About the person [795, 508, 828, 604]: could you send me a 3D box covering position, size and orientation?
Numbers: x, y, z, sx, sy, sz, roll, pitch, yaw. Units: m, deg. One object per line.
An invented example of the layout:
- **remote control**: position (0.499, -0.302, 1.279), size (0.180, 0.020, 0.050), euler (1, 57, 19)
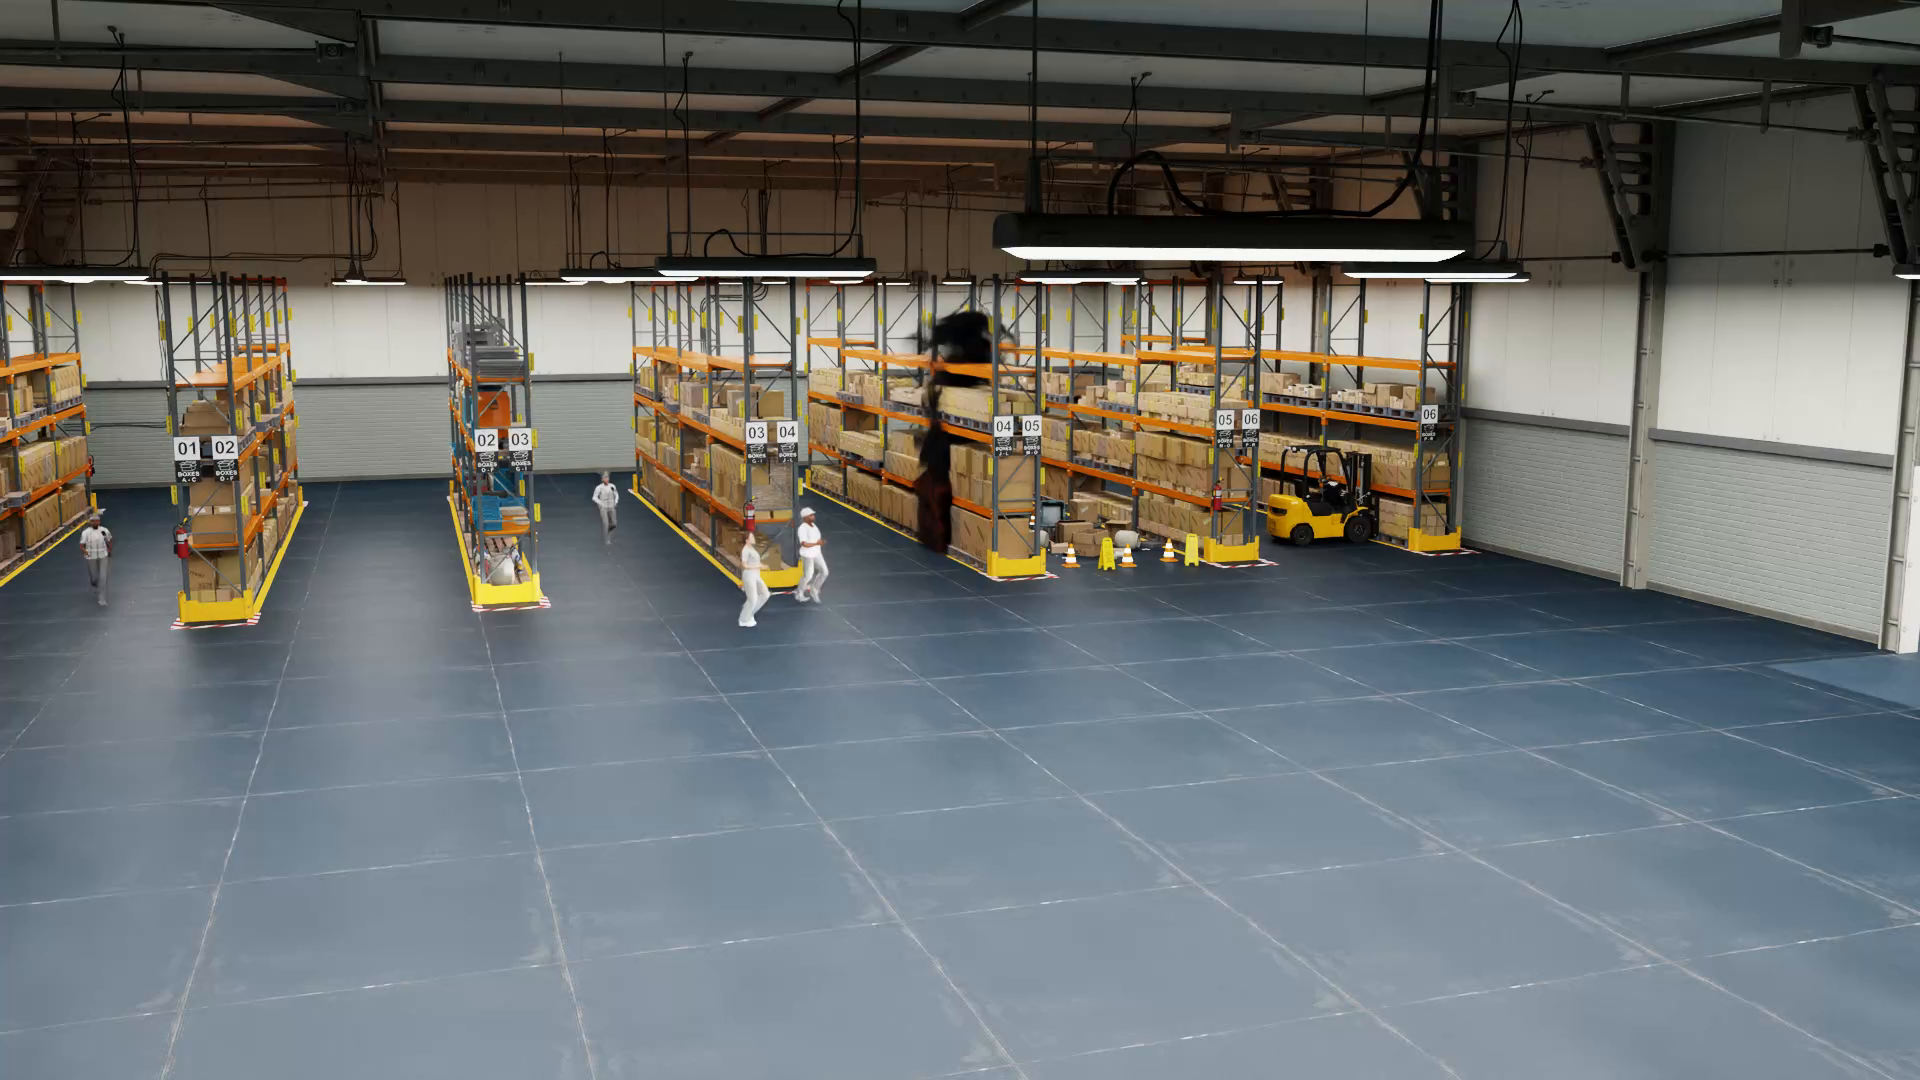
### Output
- **person**: position (-2.708, 0.297, 30.323), size (0.700, 1.788, 0.677), euler (4, 10, 27)

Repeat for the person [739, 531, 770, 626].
- **person**: position (-3.496, 0.657, 28.256), size (0.577, 1.624, 0.552), euler (2, 9, 13)

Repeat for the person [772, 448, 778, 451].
- **person**: position (-5.355, -2.218, 47.108), size (0.785, 1.728, 0.645), euler (-2, 9, -10)

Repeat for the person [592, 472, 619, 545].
- **person**: position (-7.931, -0.720, 37.371), size (0.612, 1.648, 0.551), euler (-5, 10, -28)

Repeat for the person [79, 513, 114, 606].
- **person**: position (-15.767, 0.330, 30.415), size (0.578, 1.685, 0.782), euler (-5, 10, -32)
